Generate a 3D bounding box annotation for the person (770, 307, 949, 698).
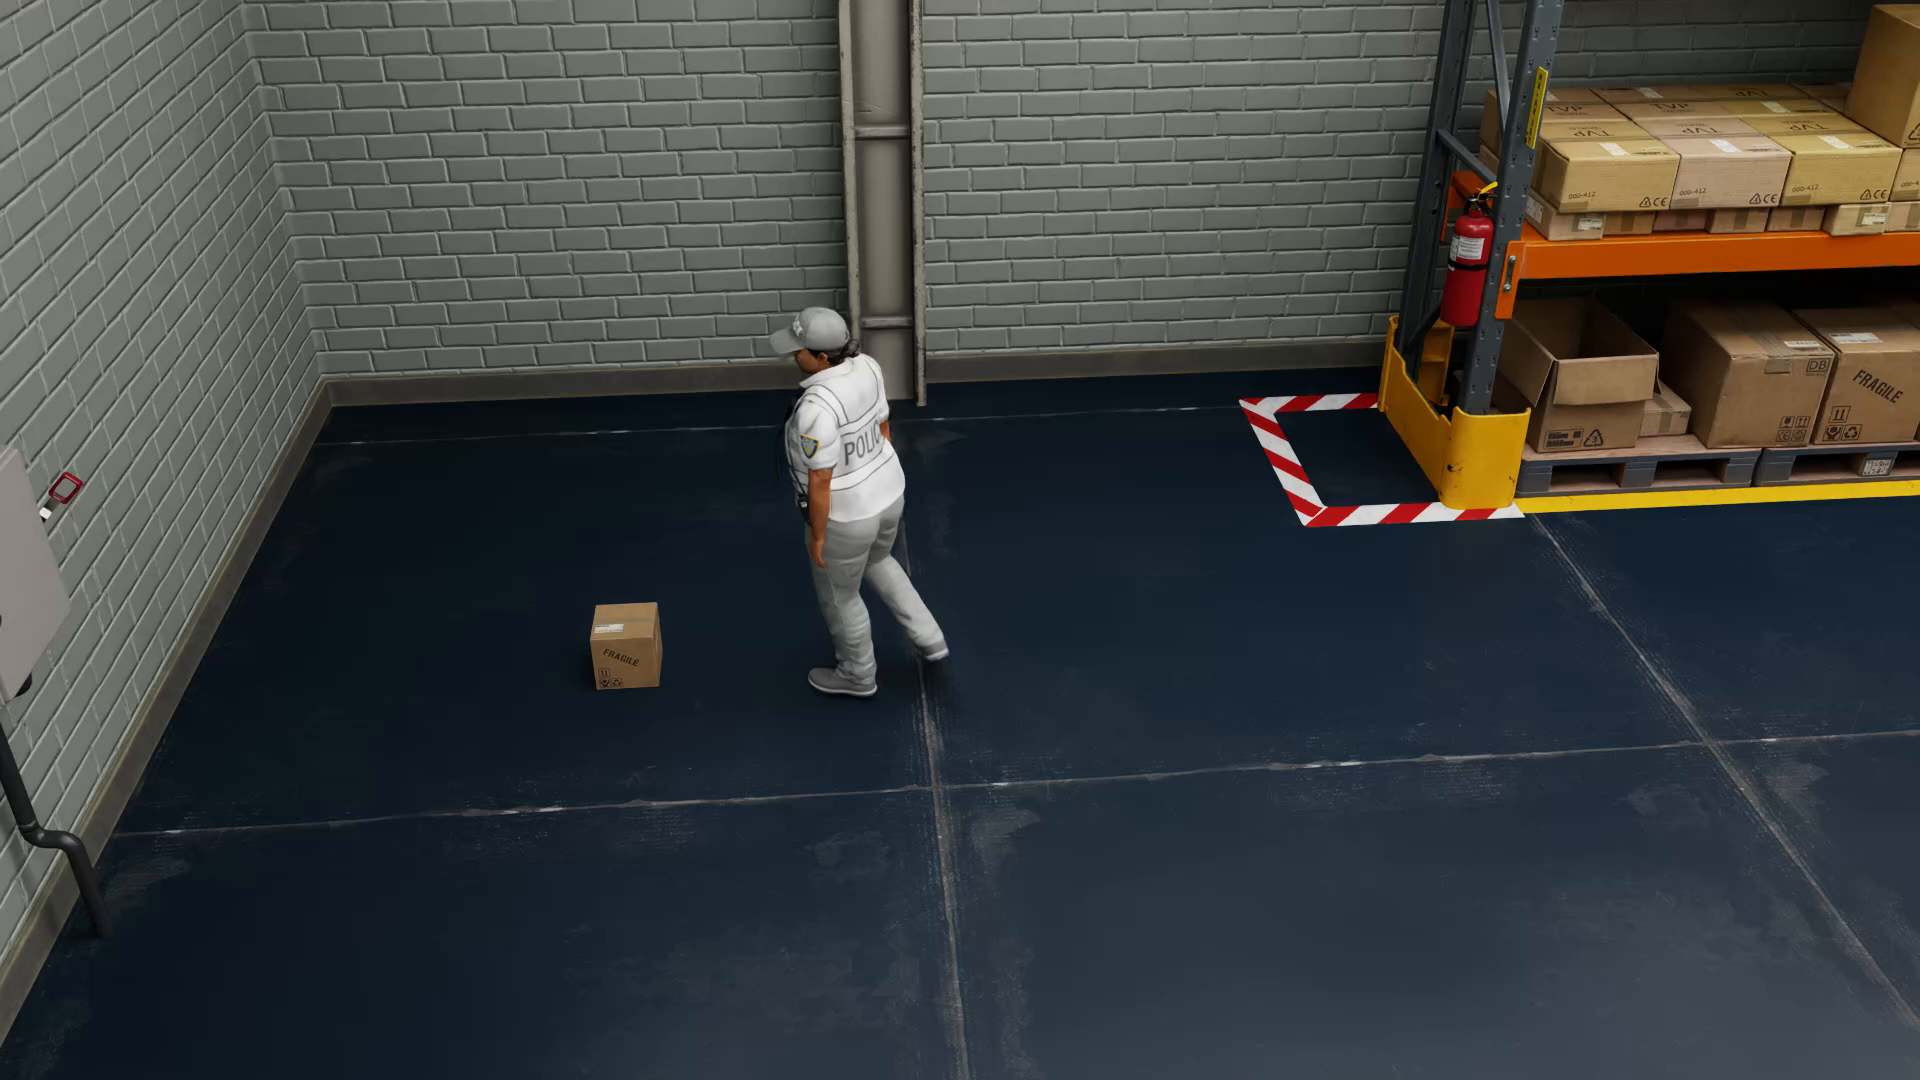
[{"bbox_3d":[-0.354,-0.113,6.314,0.594,1.661,0.553,16,35,25],"label":"person"}]
